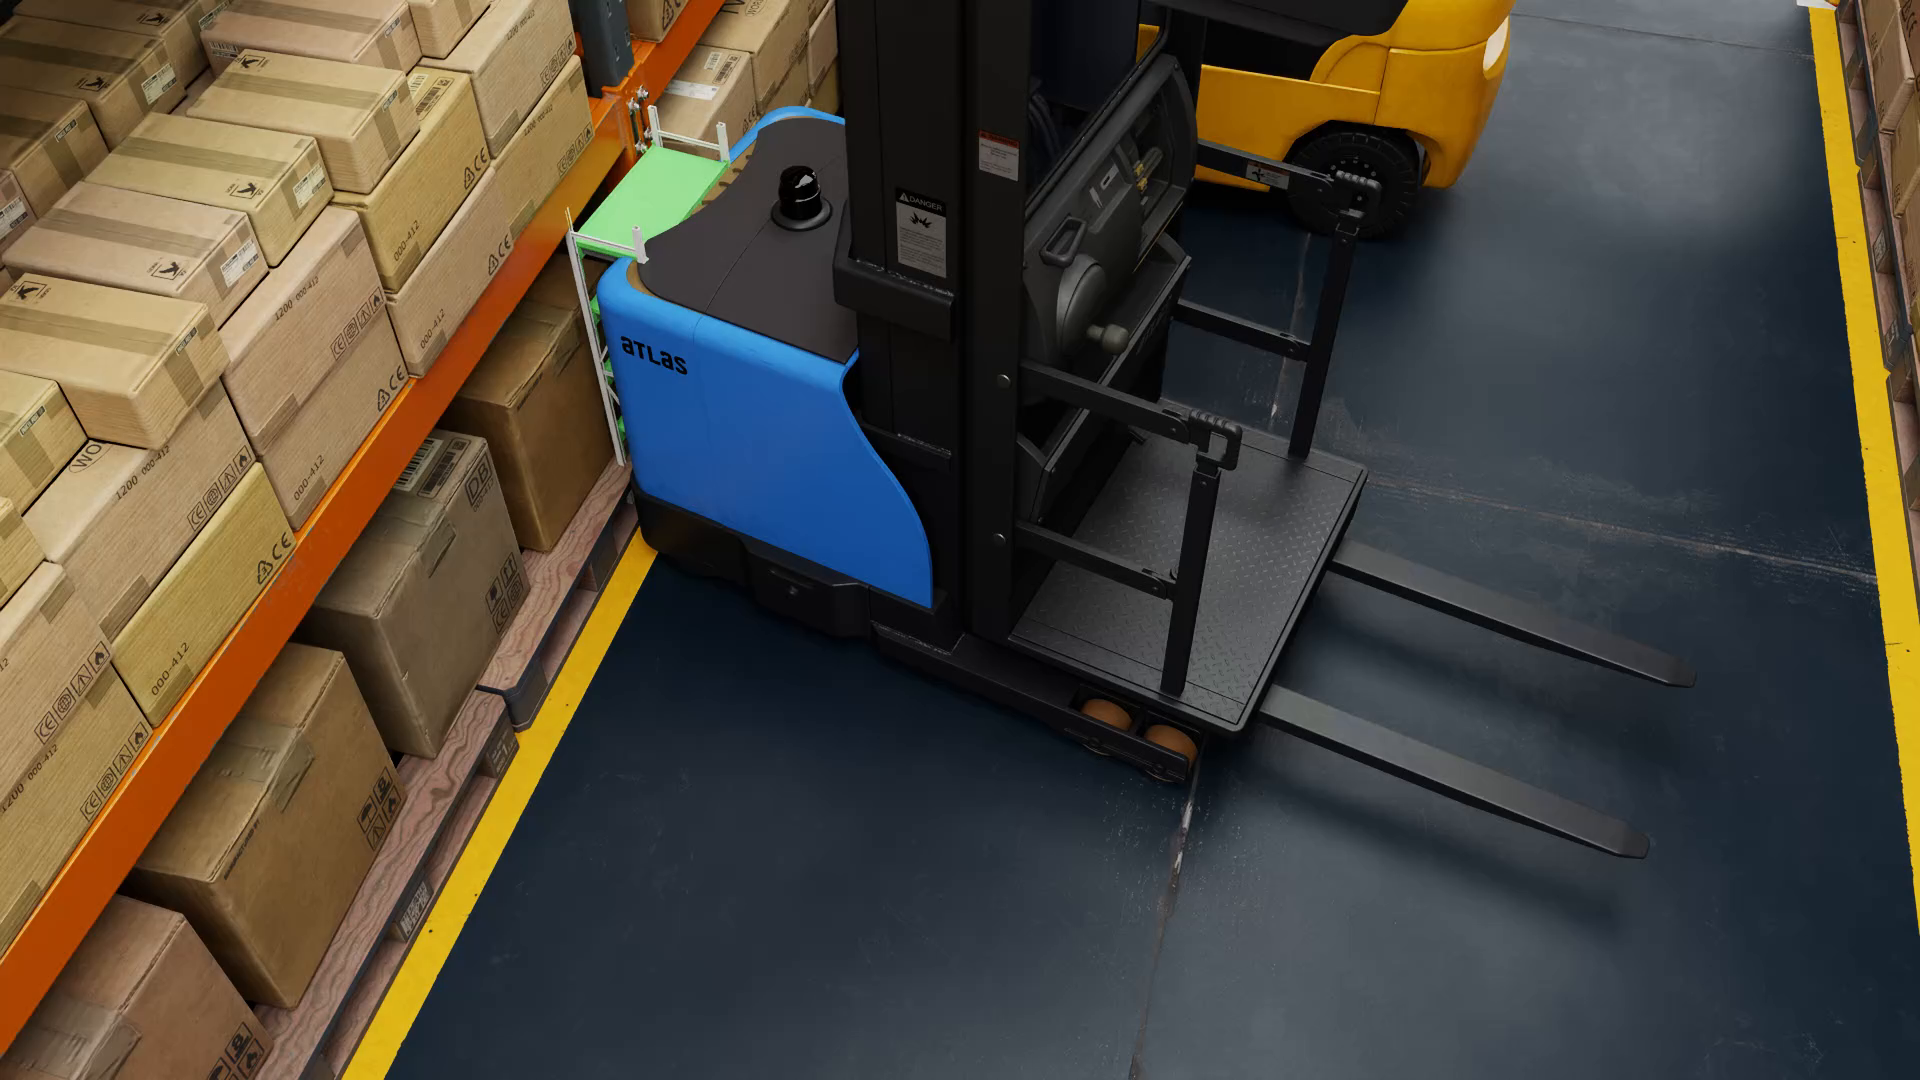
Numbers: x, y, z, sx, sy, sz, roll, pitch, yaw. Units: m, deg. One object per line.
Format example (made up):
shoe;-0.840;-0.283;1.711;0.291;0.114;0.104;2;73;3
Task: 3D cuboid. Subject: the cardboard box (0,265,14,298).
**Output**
cardboard box;-2.078;-0.578;3.526;0.500;0.250;0.500;10;49;9

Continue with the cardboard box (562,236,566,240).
cardboard box;-1.478;-1.296;5.614;0.500;0.250;0.500;11;49;9

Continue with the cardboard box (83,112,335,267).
cardboard box;-1.521;-0.716;3.382;0.380;0.149;0.250;10;49;9

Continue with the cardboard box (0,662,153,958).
cardboard box;-1.843;0.424;2.975;0.500;0.250;0.500;10;49;9

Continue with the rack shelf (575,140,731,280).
rack shelf;-0.863;-0.905;4.687;0.258;0.148;0.480;17;52;14

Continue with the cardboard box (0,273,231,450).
cardboard box;-1.587;-0.329;3.040;0.380;0.149;0.250;10;49;9

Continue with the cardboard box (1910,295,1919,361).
cardboard box;3.408;-0.629;5.359;0.500;0.250;0.500;10;49;9

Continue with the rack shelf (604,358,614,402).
rack shelf;-0.861;-0.593;5.052;0.258;0.148;0.480;17;52;14

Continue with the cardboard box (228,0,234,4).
cardboard box;-1.829;-1.361;3.952;0.380;0.149;0.250;10;49;9

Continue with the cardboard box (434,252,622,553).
cardboard box;-1.535;-0.483;4.979;0.875;0.625;0.625;14;50;12

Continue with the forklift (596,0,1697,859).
forklift;0.555;-0.754;3.961;3.031;2.935;1.130;21;52;18

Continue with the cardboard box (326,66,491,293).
cardboard box;-1.420;-0.846;3.762;0.500;0.250;0.500;10;49;9

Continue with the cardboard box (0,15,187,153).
cardboard box;-1.943;-0.992;3.625;0.380;0.149;0.250;11;50;10

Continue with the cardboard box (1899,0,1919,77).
cardboard box;3.815;-1.978;6.048;0.500;0.500;0.500;10;49;9

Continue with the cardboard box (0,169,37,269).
cardboard box;-2.095;-0.633;3.309;0.380;0.149;0.250;11;50;10

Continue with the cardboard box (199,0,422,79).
cardboard box;-1.450;-1.109;3.729;0.380;0.149;0.250;12;50;10

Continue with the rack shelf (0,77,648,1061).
rack shelf;-1.935;0.175;3.574;1.077;0.370;4.000;12;50;10

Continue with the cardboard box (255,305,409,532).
cardboard box;-1.576;-0.326;3.637;0.500;0.250;0.500;12;50;10

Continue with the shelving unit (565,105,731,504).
shelving unit;-0.862;-0.635;5.003;0.258;1.200;0.503;17;52;14

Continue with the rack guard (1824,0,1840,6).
rack guard;4.414;-2.544;7.161;1.175;0.500;0.348;12;50;10

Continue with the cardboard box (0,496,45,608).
cardboard box;-1.764;0.028;2.725;0.380;0.149;0.250;13;50;11

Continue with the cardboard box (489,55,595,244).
cardboard box;-1.289;-1.043;4.270;0.500;0.250;0.500;13;50;11

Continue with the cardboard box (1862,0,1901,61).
cardboard box;3.955;-2.126;6.679;0.500;0.250;0.500;11;50;10

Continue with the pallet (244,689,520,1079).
pallet;-1.884;0.839;4.368;1.003;0.211;1.213;12;50;10

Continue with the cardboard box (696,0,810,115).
cardboard box;-0.834;-1.725;5.659;0.500;0.250;0.500;12;50;10

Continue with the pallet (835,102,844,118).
pallet;-0.840;-2.039;6.908;1.003;0.211;1.213;12;50;10

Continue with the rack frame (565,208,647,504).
rack frame;-0.952;-0.462;4.856;0.240;1.200;0.015;17;52;14

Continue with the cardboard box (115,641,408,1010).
cardboard box;-1.943;0.621;4.005;0.875;0.625;0.625;10;49;8

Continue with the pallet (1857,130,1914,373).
pallet;3.843;-0.988;5.981;1.003;0.211;1.213;12;50;10

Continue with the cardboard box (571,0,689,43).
cardboard box;-1.040;-1.812;4.782;0.500;0.500;0.500;10;49;9

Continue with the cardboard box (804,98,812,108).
cardboard box;-0.843;-1.393;6.033;0.500;0.250;0.500;11;49;9

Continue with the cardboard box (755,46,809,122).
cardboard box;-0.853;-1.557;5.844;0.500;0.250;0.500;11;50;10

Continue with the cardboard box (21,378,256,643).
cardboard box;-1.711;-0.116;3.118;0.500;0.250;0.500;12;50;11

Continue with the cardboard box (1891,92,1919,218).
cardboard box;3.682;-1.361;6.004;0.500;0.250;0.500;15;50;13

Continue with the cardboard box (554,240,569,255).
cardboard box;-1.476;-1.129;5.800;0.500;0.250;0.500;12;50;10
